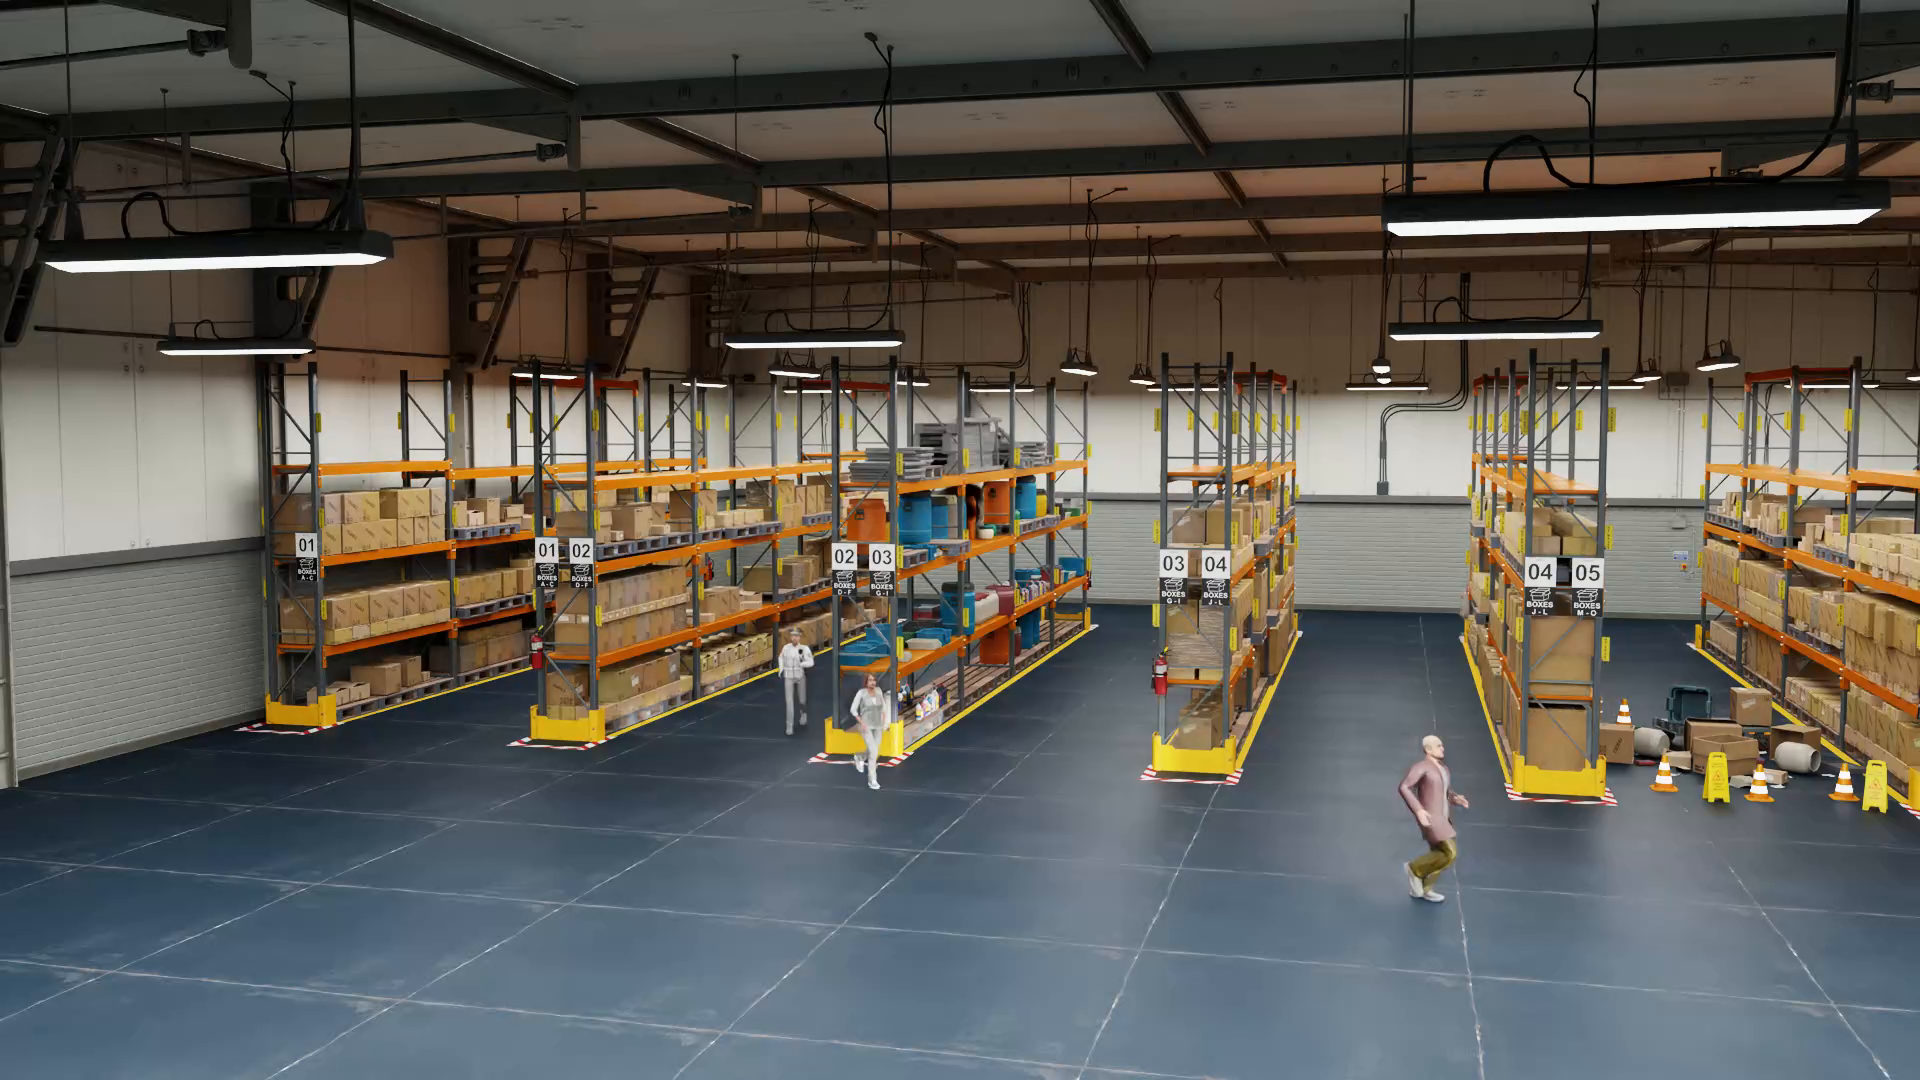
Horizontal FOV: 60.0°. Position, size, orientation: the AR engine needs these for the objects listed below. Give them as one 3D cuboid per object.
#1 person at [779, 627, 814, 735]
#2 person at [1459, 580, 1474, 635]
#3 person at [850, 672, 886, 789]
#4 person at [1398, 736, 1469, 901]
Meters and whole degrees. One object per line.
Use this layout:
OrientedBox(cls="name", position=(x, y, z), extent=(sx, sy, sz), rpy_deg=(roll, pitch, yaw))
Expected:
OrientedBox(cls="person", position=(-2.660, 2.243, 26.897), extent=(0.611, 1.682, 0.921), rpy_deg=(0, 4, 2))
OrientedBox(cls="person", position=(12.081, 1.435, 39.138), extent=(0.518, 1.673, 0.708), rpy_deg=(-1, 4, -9))
OrientedBox(cls="person", position=(-1.282, 2.604, 23.019), extent=(0.529, 1.591, 0.677), rpy_deg=(-2, 5, -32))
OrientedBox(cls="person", position=(4.978, 2.911, 17.333), extent=(0.619, 1.735, 0.699), rpy_deg=(3, 5, 39))
